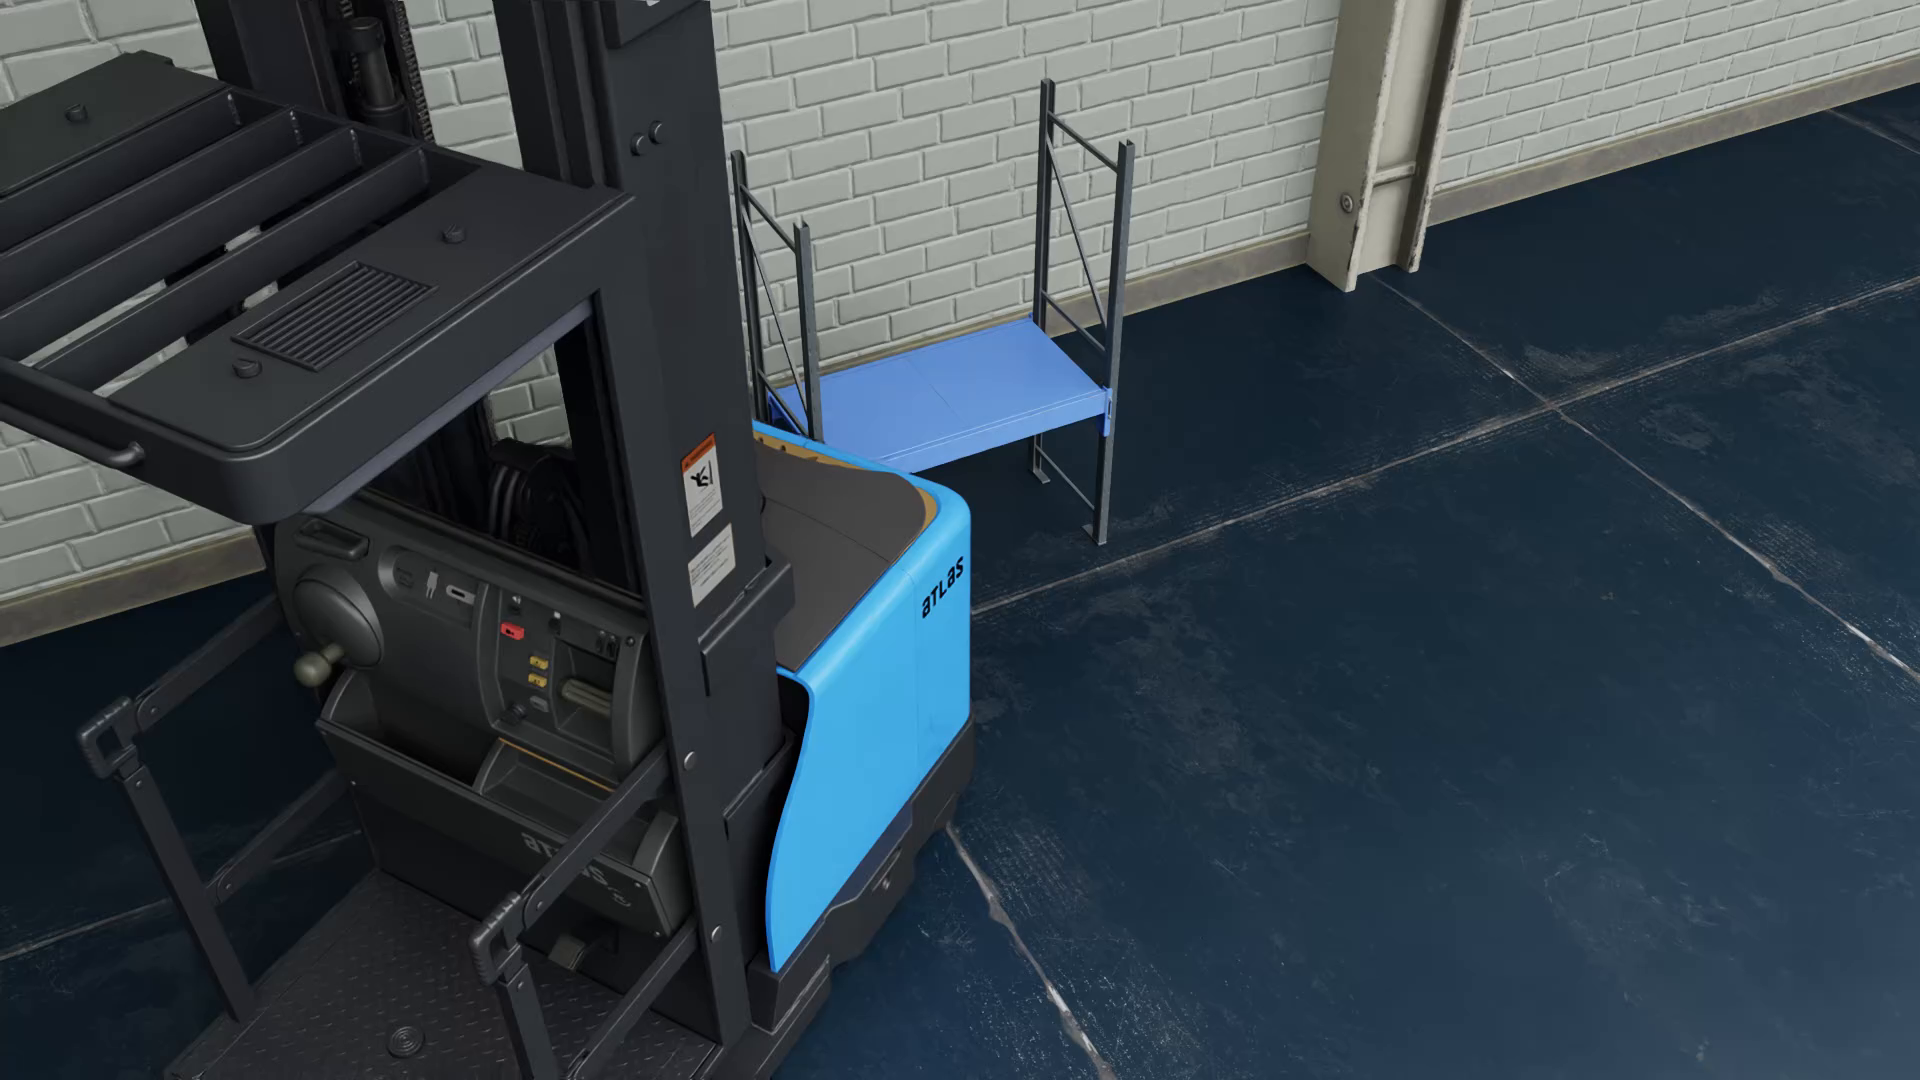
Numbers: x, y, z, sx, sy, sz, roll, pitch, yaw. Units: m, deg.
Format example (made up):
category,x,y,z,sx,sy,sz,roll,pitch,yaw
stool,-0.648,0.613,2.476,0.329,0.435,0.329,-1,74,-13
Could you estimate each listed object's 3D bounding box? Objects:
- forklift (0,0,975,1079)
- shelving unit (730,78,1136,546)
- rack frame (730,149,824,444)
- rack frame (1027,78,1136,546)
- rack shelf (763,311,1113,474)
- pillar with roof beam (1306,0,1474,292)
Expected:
category,x,y,z,sx,sy,sz,roll,pitch,yaw
forklift,-1.112,0.266,3.167,1.130,2.935,3.031,20,44,22
shelving unit,-0.076,-0.547,5.235,1.048,1.500,0.538,-19,44,-21
rack frame,-0.527,-0.395,5.056,0.032,1.500,0.500,-19,44,-21
rack frame,0.375,-0.699,5.415,0.032,1.500,0.500,-19,44,-21
rack shelf,-0.076,-0.410,5.352,1.000,0.185,0.538,-19,44,-21
pillar with roof beam,3.708,-2.153,1.329,0.400,9.000,9.100,-19,44,-21
